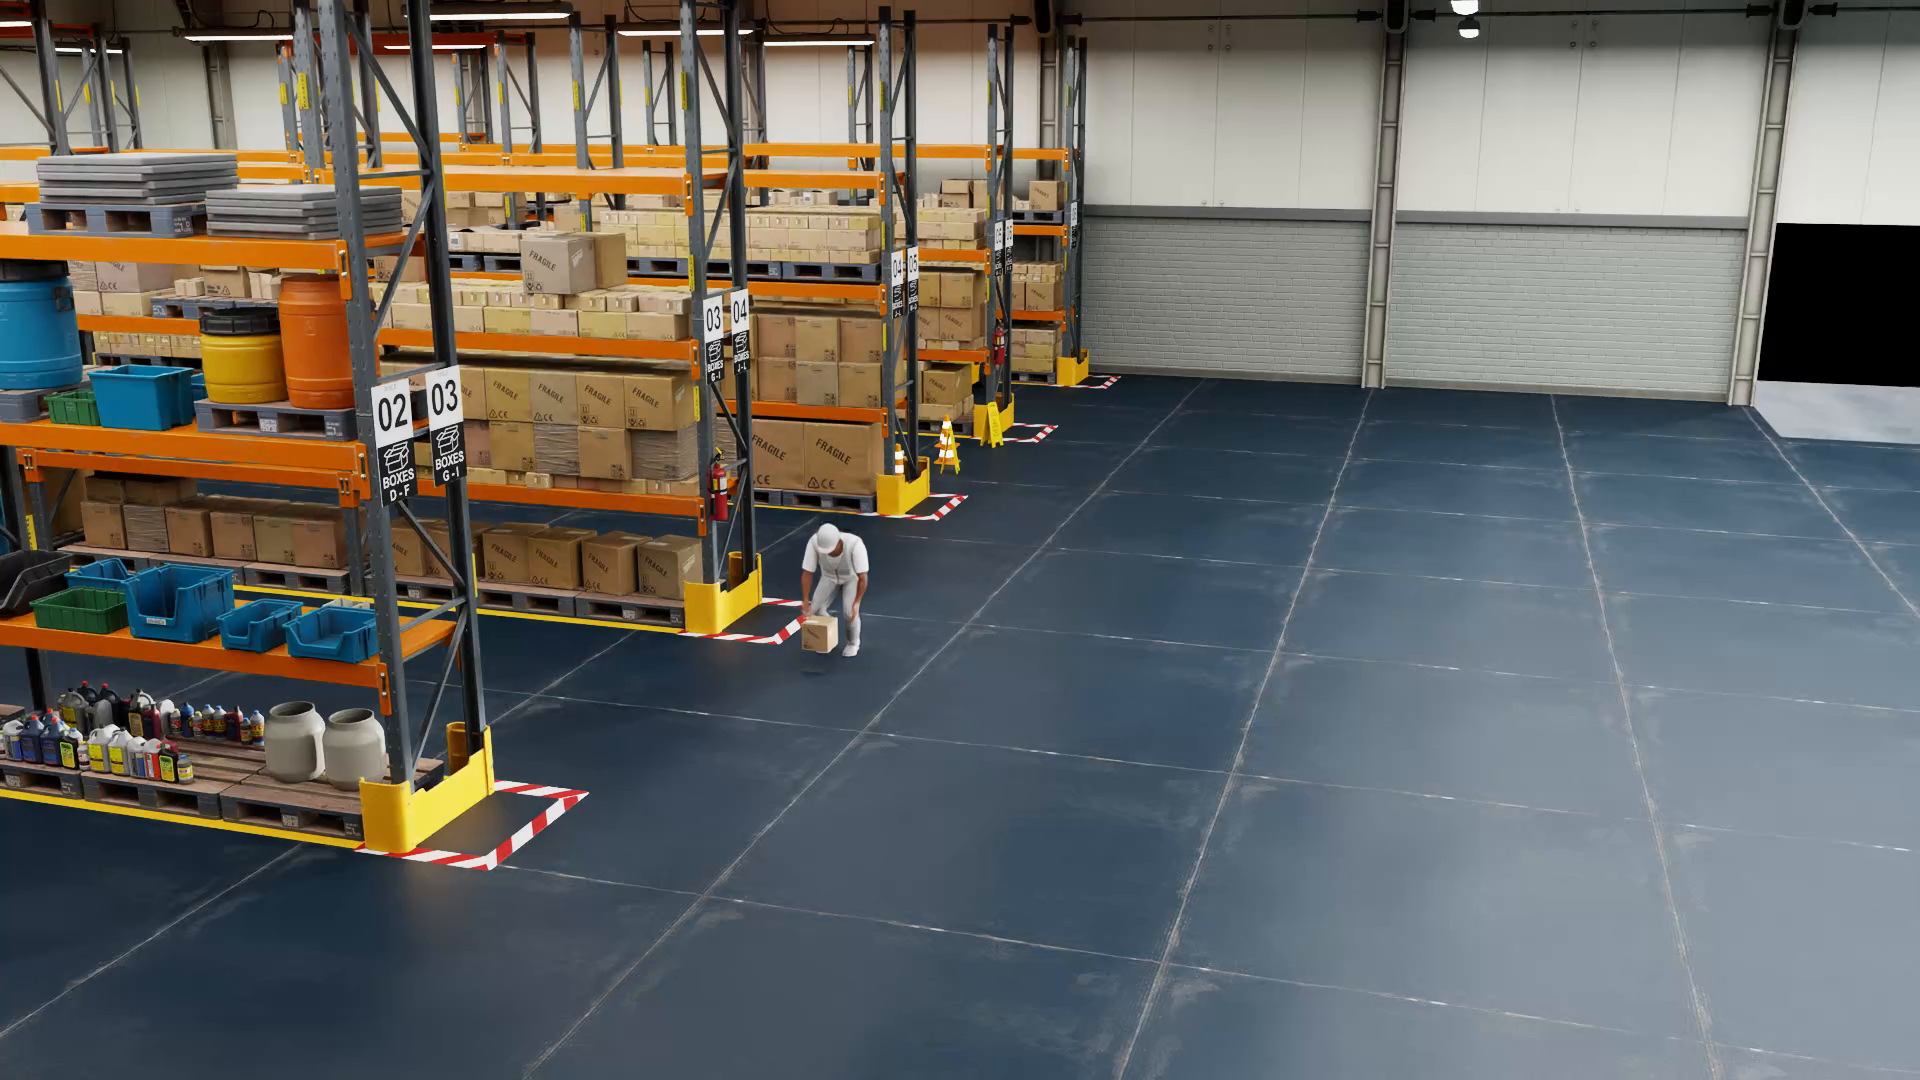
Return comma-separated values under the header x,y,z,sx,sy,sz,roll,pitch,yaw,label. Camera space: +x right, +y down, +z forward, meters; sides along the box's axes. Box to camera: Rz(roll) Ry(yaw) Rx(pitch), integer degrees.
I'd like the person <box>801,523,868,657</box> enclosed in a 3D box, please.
x,y,z,sx,sy,sz,roll,pitch,yaw,label
-1.105,0.422,15.264,0.630,1.317,0.802,4,16,16,person
